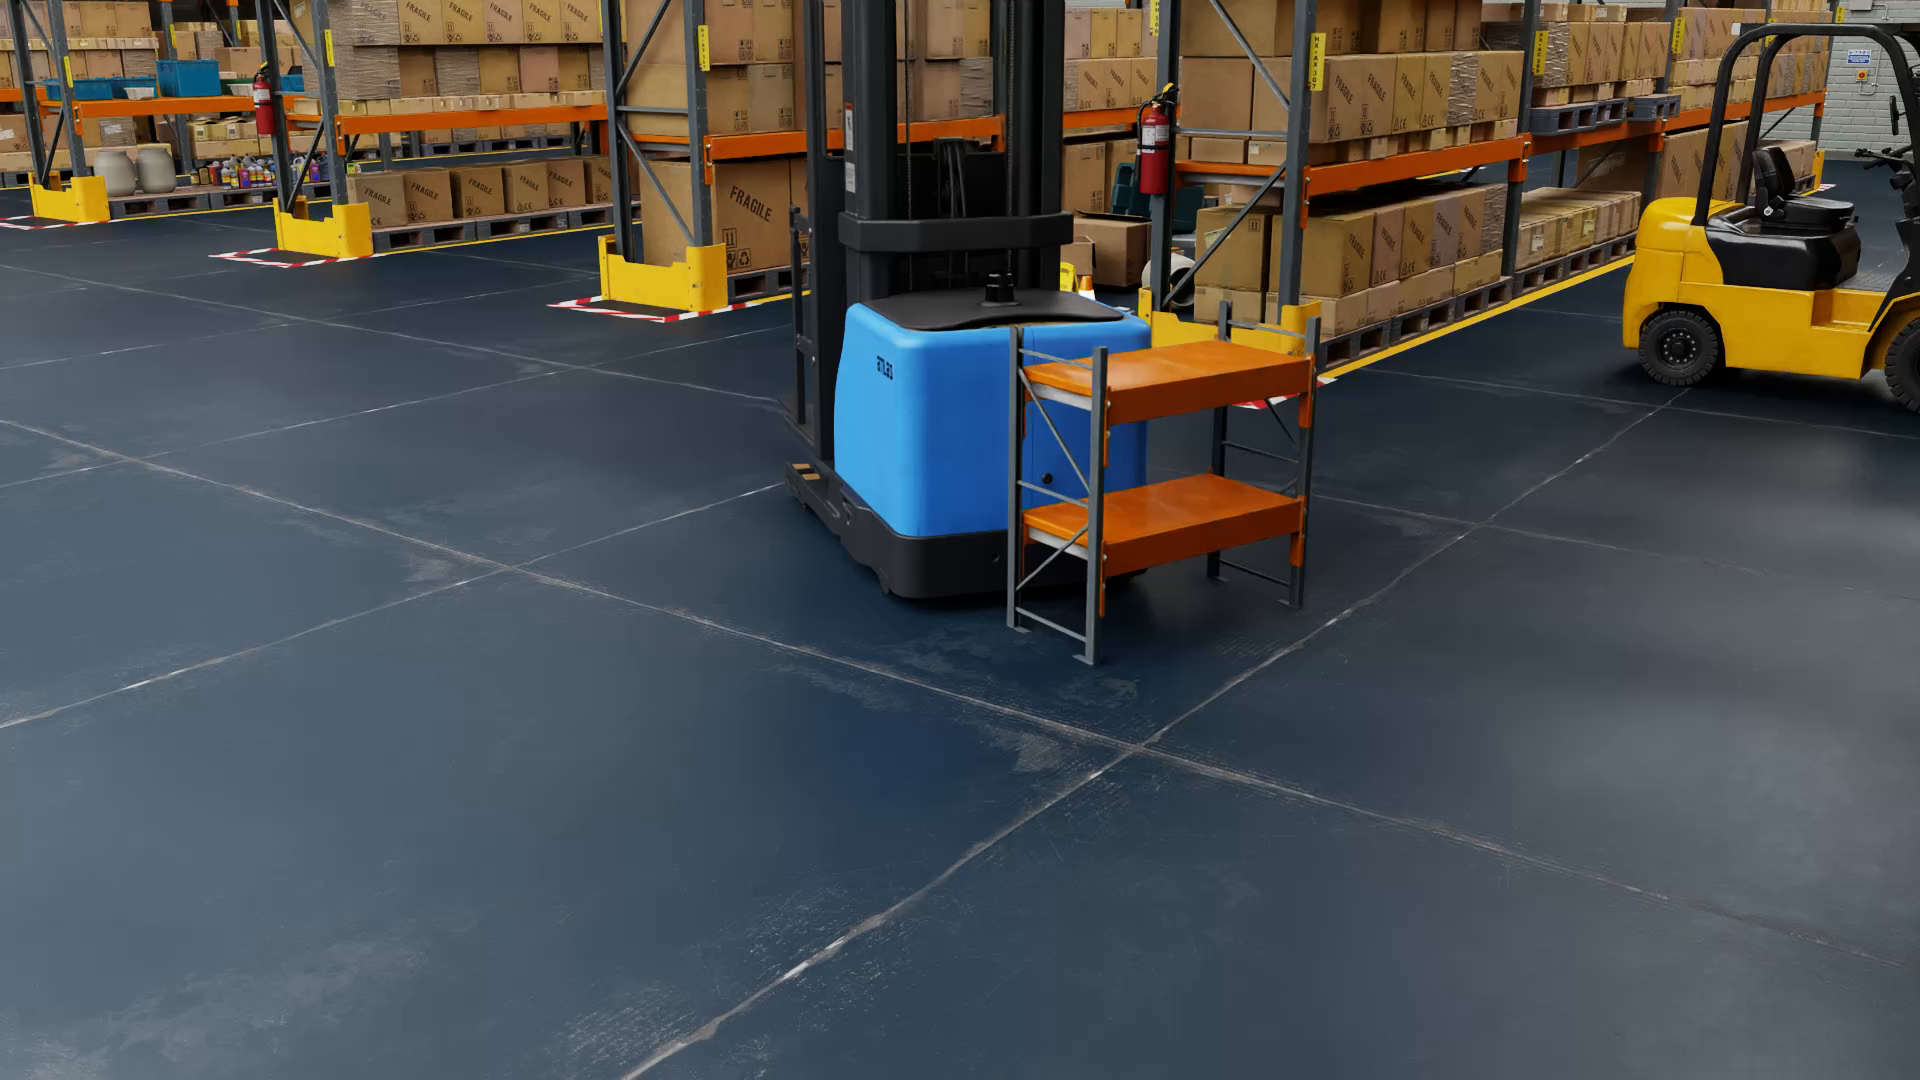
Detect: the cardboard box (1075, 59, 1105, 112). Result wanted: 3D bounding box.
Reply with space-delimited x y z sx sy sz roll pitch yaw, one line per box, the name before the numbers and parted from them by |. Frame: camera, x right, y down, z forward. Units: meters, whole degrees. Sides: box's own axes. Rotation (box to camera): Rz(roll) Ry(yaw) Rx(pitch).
cardboard box | 1.142 -4.670 17.055 0.500 0.500 0.500 12 21 34

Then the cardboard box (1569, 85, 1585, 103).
cardboard box | 5.081 -3.804 14.150 0.380 0.149 0.250 13 21 36

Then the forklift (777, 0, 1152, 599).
forklift | -0.193 -1.575 7.374 1.130 2.935 3.031 -6 18 -17

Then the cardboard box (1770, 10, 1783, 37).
cardboard box | 9.293 -5.956 19.510 0.500 0.500 0.500 13 21 35

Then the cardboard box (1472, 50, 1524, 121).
cardboard box | 3.983 -3.495 12.769 0.500 0.500 0.500 12 21 33

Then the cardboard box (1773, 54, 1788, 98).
cardboard box | 9.607 -5.592 20.026 0.500 0.500 0.500 13 21 35

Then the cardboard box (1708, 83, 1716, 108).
cardboard box | 7.825 -4.775 17.816 0.500 0.250 0.500 12 21 35

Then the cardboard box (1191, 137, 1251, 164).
cardboard box | 1.715 -2.509 10.688 0.380 0.149 0.250 13 22 37

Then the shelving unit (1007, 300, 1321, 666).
shelving unit | 0.747 -0.245 6.135 1.048 1.125 0.538 -12 21 -34

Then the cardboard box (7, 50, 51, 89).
cardboard box | -13.039 -6.530 23.046 0.700 0.500 0.500 13 22 36

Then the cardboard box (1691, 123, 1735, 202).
cardboard box | 7.977 -4.168 18.481 0.875 0.875 0.875 13 22 36

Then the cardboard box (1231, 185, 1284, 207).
cardboard box | 2.097 -2.393 11.463 0.380 0.149 0.250 13 22 36

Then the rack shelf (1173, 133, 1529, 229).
rack shelf | 2.856 -2.635 11.883 1.077 0.370 4.000 12 21 35

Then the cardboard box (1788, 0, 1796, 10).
cardboard box | 9.848 -6.463 20.050 0.380 0.149 0.250 12 21 33

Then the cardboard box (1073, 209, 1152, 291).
cardboard box | 1.228 -2.464 14.102 0.797 0.637 0.503 12 21 35

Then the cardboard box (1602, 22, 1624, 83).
cardboard box | 5.458 -4.265 14.542 0.500 0.500 0.500 11 21 32

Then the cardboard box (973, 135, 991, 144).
cardboard box | -0.041 -5.928 24.150 1.225 0.875 0.875 12 21 33

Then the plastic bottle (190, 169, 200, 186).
plastic bottle | -9.530 -4.517 20.708 0.097 0.201 0.097 0 17 0

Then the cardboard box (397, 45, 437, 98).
cardboard box | -5.743 -4.709 16.681 0.875 0.500 0.500 12 21 35

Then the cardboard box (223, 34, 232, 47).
cardboard box | -13.392 -9.143 30.924 0.500 0.500 0.500 13 21 35

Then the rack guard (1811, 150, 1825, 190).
rack guard | 11.212 -5.125 22.903 1.175 0.500 0.348 12 21 35

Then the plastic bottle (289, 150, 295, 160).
plastic bottle | -8.703 -4.907 21.712 0.144 0.351 0.185 13 22 36

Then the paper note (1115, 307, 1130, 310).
paper note | 1.256 -1.831 13.108 0.142 0.019 0.148 -11 20 -32

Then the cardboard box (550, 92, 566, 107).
cardboard box | -4.471 -4.760 17.939 0.380 0.149 0.250 12 21 35

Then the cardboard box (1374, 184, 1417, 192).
cardboard box | 3.170 -2.478 12.828 0.500 0.500 0.500 13 22 37

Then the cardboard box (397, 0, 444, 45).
cardboard box | -5.444 -5.121 16.321 0.500 0.500 0.500 12 21 35

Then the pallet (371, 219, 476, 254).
pallet | -5.737 -3.127 16.956 1.003 0.211 1.213 12 21 35

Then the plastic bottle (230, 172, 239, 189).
plastic bottle | -8.880 -4.403 20.342 0.097 0.201 0.097 0 17 0

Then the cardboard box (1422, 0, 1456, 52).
cardboard box | 3.289 -3.938 12.510 0.700 0.500 0.500 13 21 35

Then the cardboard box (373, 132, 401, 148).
cardboard box | -9.599 -6.629 27.460 0.500 0.250 0.500 13 21 36

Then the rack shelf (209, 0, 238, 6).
rack shelf | -12.270 -10.350 31.669 1.077 0.370 4.000 12 21 35

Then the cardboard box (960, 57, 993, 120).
cardboard box | -0.198 -4.287 15.738 0.875 0.550 0.550 12 21 35

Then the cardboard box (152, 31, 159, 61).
cardboard box | -14.458 -8.628 29.059 0.700 0.500 0.500 12 21 35

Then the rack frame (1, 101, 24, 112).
rack frame | -15.845 -7.832 27.405 1.000 3.000 0.127 12 21 35

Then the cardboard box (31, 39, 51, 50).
cardboard box | -12.768 -6.846 22.969 0.380 0.149 0.250 13 22 36

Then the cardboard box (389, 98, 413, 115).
cardboard box | -5.608 -4.272 16.366 0.380 0.149 0.250 12 21 35

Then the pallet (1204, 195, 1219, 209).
pallet | 2.862 -4.112 20.130 1.003 0.211 1.213 12 21 35

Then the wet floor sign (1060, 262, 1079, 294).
wet floor sign | 0.692 -1.521 11.055 0.232 0.644 0.267 -11 20 -32

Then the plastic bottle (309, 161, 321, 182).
plastic bottle | -8.219 -4.698 21.152 0.061 0.283 0.133 14 22 38

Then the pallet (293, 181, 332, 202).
pallet | -8.323 -4.597 21.690 1.003 0.211 1.213 12 21 35

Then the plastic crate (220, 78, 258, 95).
plastic crate | -8.924 -5.706 20.919 0.450 0.188 0.662 12 21 35

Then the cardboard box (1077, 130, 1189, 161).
cardboard box | 1.960 -4.255 18.973 1.050 0.750 0.750 12 21 34

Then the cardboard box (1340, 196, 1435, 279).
cardboard box | 2.994 -2.140 11.740 0.500 0.500 0.500 13 21 36

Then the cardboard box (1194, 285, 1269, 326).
cardboard box | 1.944 -1.635 11.379 0.500 0.250 0.500 12 21 34

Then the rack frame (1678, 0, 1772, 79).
rack frame | 8.814 -5.360 19.446 1.000 3.000 0.127 12 21 35

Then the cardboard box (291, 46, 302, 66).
cardboard box | -10.468 -7.555 26.346 0.500 0.500 0.500 11 20 32

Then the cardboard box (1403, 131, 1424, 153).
cardboard box | 3.001 -2.789 11.590 0.380 0.149 0.250 12 21 33

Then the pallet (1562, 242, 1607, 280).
pallet | 5.237 -2.600 15.262 1.003 0.211 1.213 12 21 35

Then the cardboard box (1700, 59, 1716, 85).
cardboard box | 7.547 -4.891 17.345 0.500 0.250 0.500 12 21 34

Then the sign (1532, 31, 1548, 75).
sign | 4.488 -3.774 12.879 0.100 0.325 0.005 12 21 35

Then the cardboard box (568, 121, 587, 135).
cardboard box | -7.162 -7.711 30.489 0.500 0.500 0.500 12 21 34

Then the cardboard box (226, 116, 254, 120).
cardboard box | -11.249 -6.503 26.109 0.500 0.311 0.500 12 21 35

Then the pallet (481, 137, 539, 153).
pallet | -8.279 -7.039 29.554 1.003 0.211 1.213 12 21 35

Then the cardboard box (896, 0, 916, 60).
cardboard box | -0.902 -4.555 14.780 0.875 0.550 0.550 12 21 35

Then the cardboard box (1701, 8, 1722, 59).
cardboard box | 7.530 -5.247 17.228 0.500 0.500 0.500 13 22 36
